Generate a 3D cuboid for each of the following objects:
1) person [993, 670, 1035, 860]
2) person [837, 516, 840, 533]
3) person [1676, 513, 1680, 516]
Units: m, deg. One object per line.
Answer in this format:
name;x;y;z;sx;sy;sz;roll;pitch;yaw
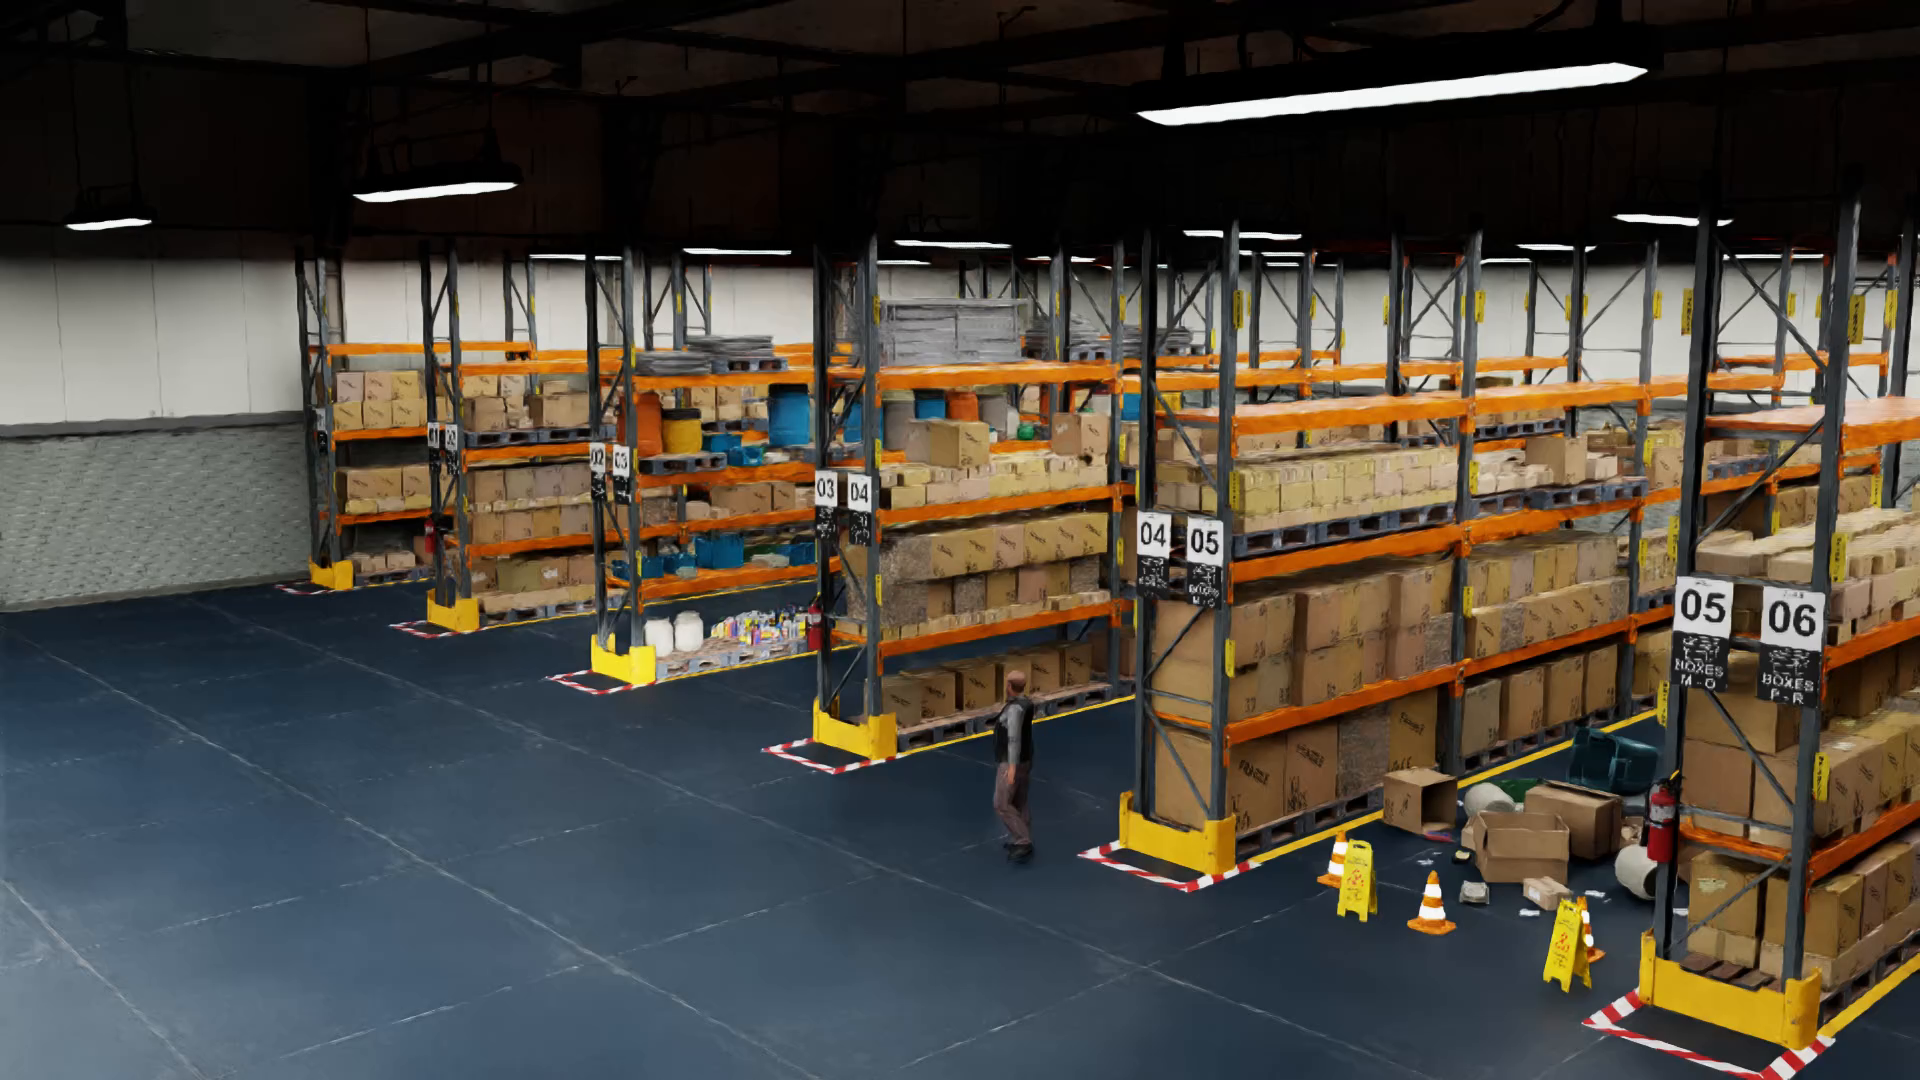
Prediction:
person;0.517;2.065;15.391;0.398;1.715;0.643;2;9;16
person;-2.576;-0.558;33.347;0.573;1.667;0.544;-2;9;-10
person;12.162;0.294;28.072;0.415;1.517;1.038;8;12;44
